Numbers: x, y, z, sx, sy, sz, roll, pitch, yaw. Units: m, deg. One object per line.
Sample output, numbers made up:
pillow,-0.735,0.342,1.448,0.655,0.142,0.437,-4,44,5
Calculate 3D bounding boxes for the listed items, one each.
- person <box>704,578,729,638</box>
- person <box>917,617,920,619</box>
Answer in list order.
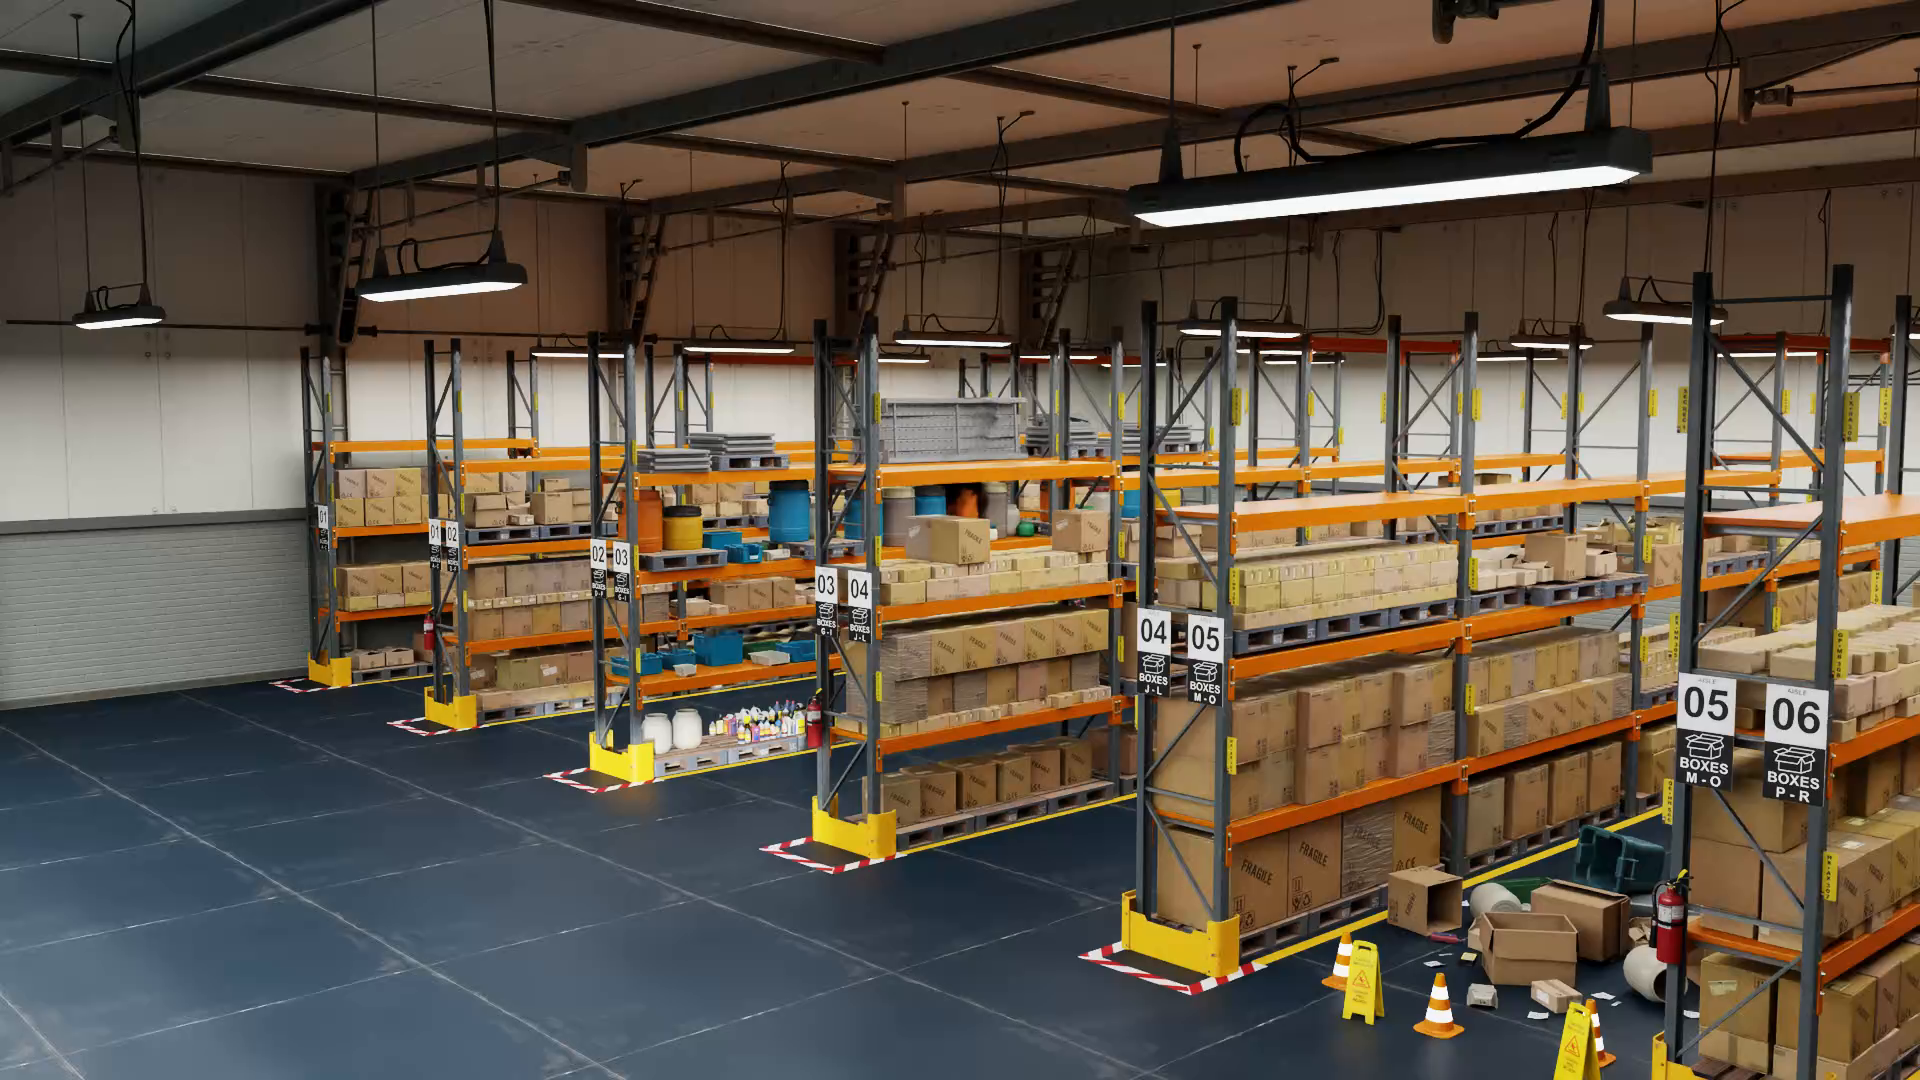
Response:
person,-4.551,1.558,31.451,0.587,1.696,0.634,-4,6,-38
person,-0.941,1.597,27.855,0.615,1.659,0.523,5,7,42
